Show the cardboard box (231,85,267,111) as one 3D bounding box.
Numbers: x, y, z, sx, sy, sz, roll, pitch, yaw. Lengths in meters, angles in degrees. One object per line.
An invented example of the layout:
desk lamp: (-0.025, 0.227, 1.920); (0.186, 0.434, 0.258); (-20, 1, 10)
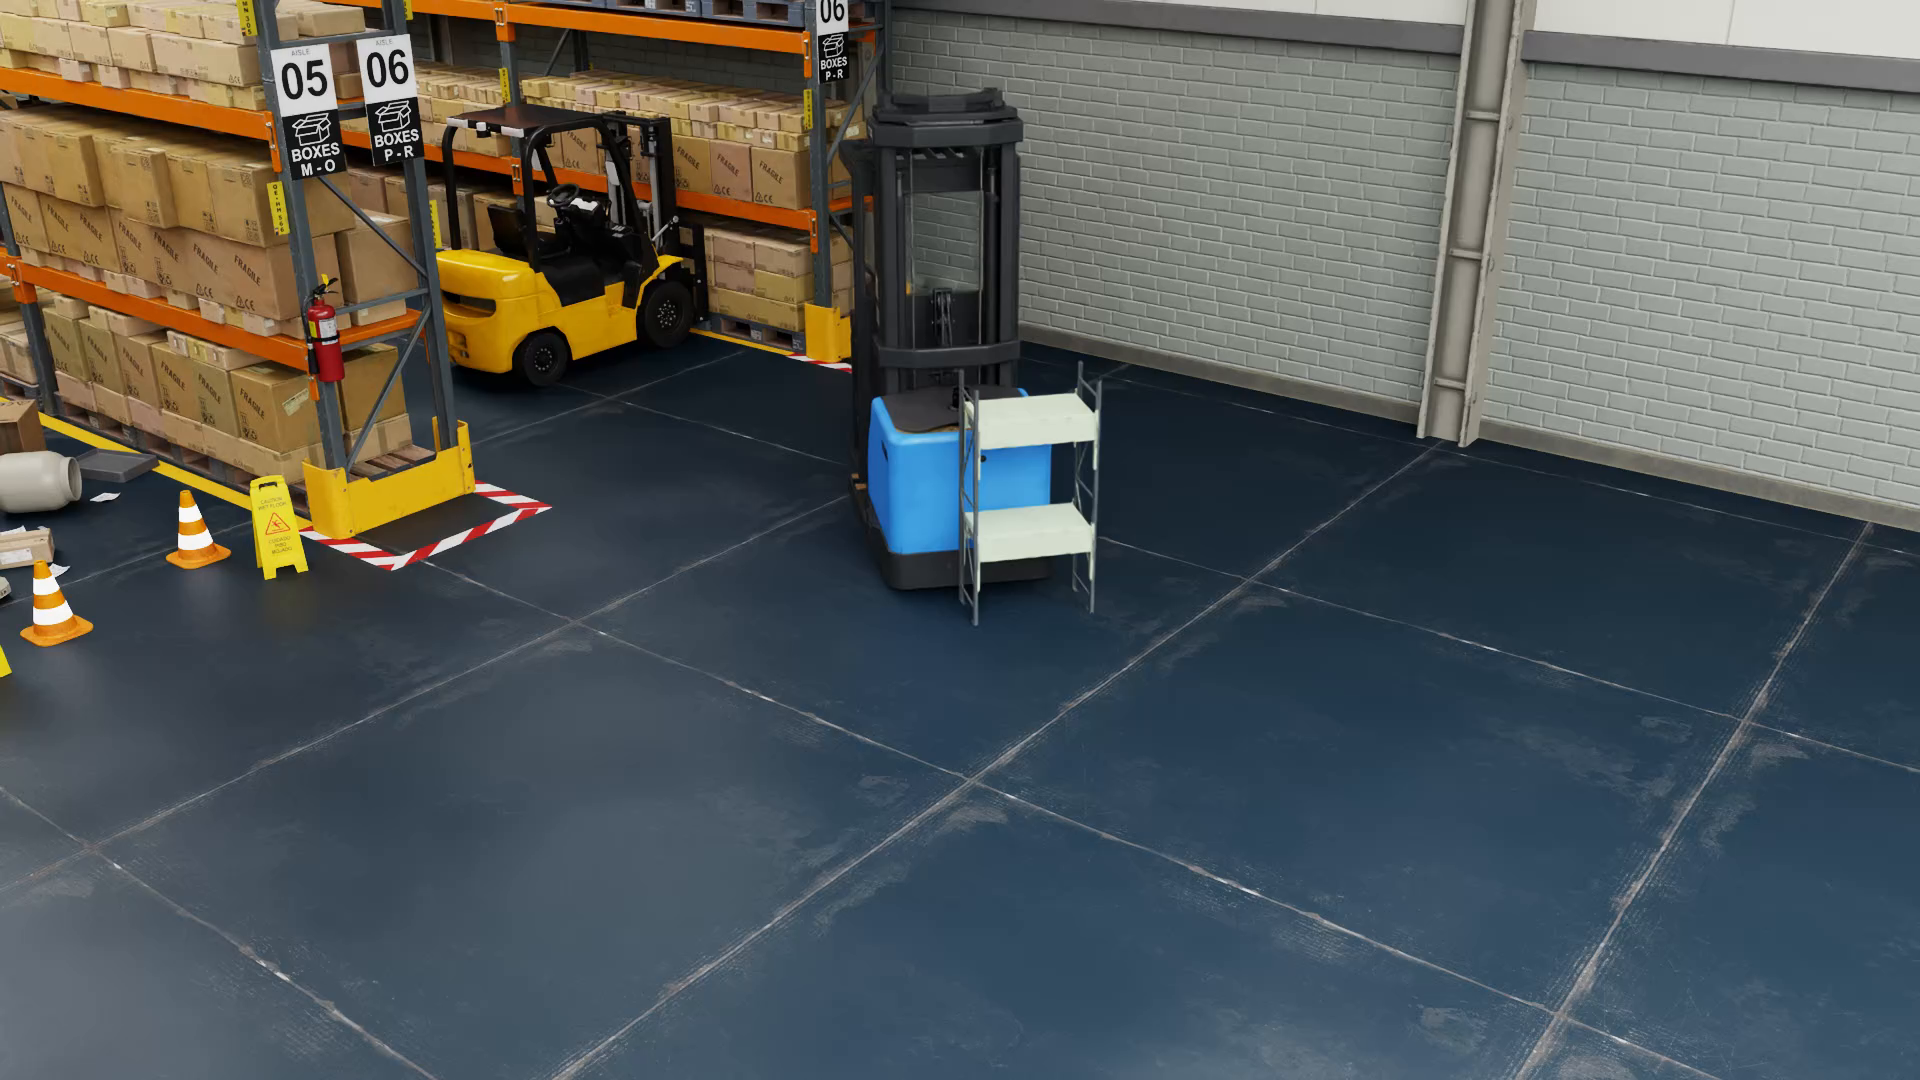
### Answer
cardboard box: (-4.371, -2.829, 10.542); (0.250, 0.149, 0.380); (17, 29, 34)

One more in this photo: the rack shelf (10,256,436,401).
rack shelf: (-5.519, -1.730, 12.348); (4.000, 0.370, 1.077); (17, 29, 33)

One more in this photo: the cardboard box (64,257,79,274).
cardboard box: (-6.595, -2.149, 12.719); (0.250, 0.149, 0.380); (17, 29, 33)

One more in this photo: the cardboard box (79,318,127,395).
cardboard box: (-6.373, -1.464, 12.812); (0.500, 0.500, 0.500); (18, 30, 35)

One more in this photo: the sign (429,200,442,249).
sign: (-3.593, -2.147, 11.328); (0.005, 0.325, 0.100); (17, 29, 33)

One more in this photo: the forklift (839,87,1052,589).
forklift: (-0.200, -1.598, 11.242); (1.130, 2.935, 3.031); (-4, 24, -10)

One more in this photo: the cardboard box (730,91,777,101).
cardboard box: (-1.909, -4.060, 15.448); (0.250, 0.149, 0.380); (18, 29, 35)

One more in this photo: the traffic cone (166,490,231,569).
traffic cone: (-5.036, -0.102, 10.908); (0.334, 0.463, 0.336); (17, 29, 33)

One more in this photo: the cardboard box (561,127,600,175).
cardboard box: (-3.520, -3.879, 16.209); (0.500, 0.500, 0.500); (17, 29, 34)

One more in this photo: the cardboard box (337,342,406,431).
cardboard box: (-4.417, -1.142, 12.082); (0.500, 0.500, 0.500); (16, 28, 32)

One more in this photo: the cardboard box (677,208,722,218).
cardboard box: (-2.417, -3.117, 16.253); (0.500, 0.250, 0.500); (16, 28, 32)

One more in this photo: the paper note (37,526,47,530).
paper note: (-6.286, -0.076, 11.411); (0.123, 0.001, 0.032); (17, 29, 33)

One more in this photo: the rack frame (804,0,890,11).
rack frame: (-0.944, -5.923, 13.532); (0.127, 3.000, 1.000); (17, 29, 33)

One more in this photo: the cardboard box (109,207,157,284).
cardboard box: (-5.708, -2.173, 11.969); (0.500, 0.500, 0.500); (17, 29, 34)

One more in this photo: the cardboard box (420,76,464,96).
cardboard box: (-5.395, -4.736, 17.349); (0.250, 0.149, 0.380); (16, 28, 32)

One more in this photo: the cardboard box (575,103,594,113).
cardboard box: (-3.461, -4.126, 15.966); (0.250, 0.149, 0.380); (18, 29, 34)

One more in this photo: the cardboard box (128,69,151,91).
cardboard box: (-5.379, -3.148, 11.265); (0.250, 0.149, 0.380); (16, 28, 32)

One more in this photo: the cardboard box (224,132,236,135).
cardboard box: (-9.103, -4.901, 20.427); (0.250, 0.149, 0.380); (17, 29, 34)

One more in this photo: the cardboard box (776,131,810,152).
cardboard box: (-1.390, -3.514, 14.576); (0.250, 0.149, 0.380); (17, 29, 34)

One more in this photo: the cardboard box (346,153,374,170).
cardboard box: (-6.855, -4.063, 19.175); (0.625, 0.625, 0.875); (18, 29, 35)

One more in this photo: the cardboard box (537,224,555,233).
cardboard box: (-3.943, -3.091, 16.815); (0.500, 0.250, 0.500); (17, 29, 33)

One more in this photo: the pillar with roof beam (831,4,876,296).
pillar with roof beam: (-3.543, -4.993, 11.422); (0.400, 9.000, 9.100); (17, 29, 33)

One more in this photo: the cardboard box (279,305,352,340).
cardboard box: (-4.346, -1.482, 11.205); (0.250, 0.149, 0.380); (18, 29, 35)

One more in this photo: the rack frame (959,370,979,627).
rack frame: (0.052, -0.239, 9.933); (0.023, 1.500, 0.400); (-6, 24, -12)

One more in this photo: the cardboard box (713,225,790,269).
cardboard box: (-1.912, -2.702, 15.310); (0.500, 0.250, 0.500); (17, 29, 34)

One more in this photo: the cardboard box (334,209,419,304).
cardboard box: (-4.131, -1.961, 11.488); (0.500, 0.500, 0.500); (16, 29, 33)

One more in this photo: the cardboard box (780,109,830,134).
cardboard box: (-1.357, -3.675, 14.573); (0.250, 0.149, 0.380); (17, 29, 33)

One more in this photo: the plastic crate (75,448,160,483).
plastic crate: (-6.354, -0.562, 12.427); (0.583, 0.080, 0.402); (7, 25, 15)

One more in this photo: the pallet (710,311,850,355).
pallet: (-1.581, -2.073, 15.693); (1.213, 0.211, 1.003); (17, 29, 33)

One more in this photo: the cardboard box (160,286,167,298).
cardboard box: (-5.557, -1.858, 12.058); (0.250, 0.149, 0.380); (17, 29, 33)

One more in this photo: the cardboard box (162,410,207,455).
cardboard box: (-5.558, -0.871, 12.395); (0.500, 0.250, 0.500); (16, 28, 31)

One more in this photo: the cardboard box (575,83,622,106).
cardboard box: (-3.451, -4.263, 15.907); (0.250, 0.149, 0.380); (18, 29, 34)

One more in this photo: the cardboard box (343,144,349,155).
cardboard box: (-7.576, -4.684, 19.936); (0.250, 0.149, 0.380); (19, 30, 36)

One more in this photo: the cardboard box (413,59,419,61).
cardboard box: (-6.279, -5.295, 18.619); (0.250, 0.149, 0.380); (16, 28, 32)

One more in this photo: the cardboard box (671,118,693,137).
cardboard box: (-2.431, -3.816, 15.262); (0.250, 0.149, 0.380); (17, 29, 34)

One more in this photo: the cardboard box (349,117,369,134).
cardboard box: (-6.321, -4.612, 18.183); (0.500, 0.250, 0.500); (16, 28, 32)

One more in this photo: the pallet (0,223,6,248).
pallet: (-7.643, -2.687, 13.865); (1.213, 0.211, 1.003); (17, 29, 33)

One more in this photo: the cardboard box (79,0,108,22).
cardboard box: (-5.769, -3.635, 11.381); (0.250, 0.149, 0.380); (17, 29, 34)

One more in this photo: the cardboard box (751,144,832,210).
cardboard box: (-1.496, -3.258, 14.800); (0.500, 0.500, 0.500); (16, 28, 32)

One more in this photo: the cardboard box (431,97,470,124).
cardboard box: (-5.107, -4.463, 17.226); (0.500, 0.250, 0.500); (16, 28, 32)

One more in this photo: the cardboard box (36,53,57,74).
cardboard box: (-6.400, -3.467, 11.990); (0.250, 0.149, 0.380); (18, 29, 35)

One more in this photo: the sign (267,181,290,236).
sign: (-4.267, -2.076, 10.413); (0.005, 0.325, 0.100); (17, 29, 33)

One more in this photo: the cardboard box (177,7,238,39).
cardboard box: (-4.764, -3.315, 10.656); (0.250, 0.149, 0.380); (16, 29, 33)

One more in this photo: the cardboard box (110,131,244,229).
cardboard box: (-5.328, -2.483, 11.432); (0.500, 0.500, 0.700); (16, 29, 33)

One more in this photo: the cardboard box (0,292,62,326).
cardboard box: (-8.117, -1.831, 14.424); (0.625, 0.372, 0.950); (19, 30, 36)

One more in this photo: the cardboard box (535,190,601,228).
cardboard box: (-3.946, -3.318, 16.710); (0.500, 0.250, 0.500); (16, 29, 33)

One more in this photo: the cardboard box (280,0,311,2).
cardboard box: (-4.611, -3.571, 11.236); (0.250, 0.149, 0.380); (17, 29, 33)

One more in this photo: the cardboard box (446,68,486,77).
cardboard box: (-5.286, -4.967, 17.875); (0.250, 0.149, 0.380); (17, 29, 33)

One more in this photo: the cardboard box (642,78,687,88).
cardboard box: (-2.879, -4.401, 16.220); (0.250, 0.149, 0.380); (16, 29, 32)

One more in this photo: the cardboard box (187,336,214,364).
cardboard box: (-5.249, -1.388, 11.834); (0.250, 0.149, 0.380); (17, 29, 34)

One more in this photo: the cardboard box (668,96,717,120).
cardboard box: (-2.439, -3.951, 15.200); (0.250, 0.149, 0.380); (17, 29, 34)

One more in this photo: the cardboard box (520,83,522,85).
cardboard box: (-4.298, -4.642, 17.136); (0.250, 0.149, 0.380); (16, 28, 32)

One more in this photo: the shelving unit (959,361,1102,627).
shelving unit: (0.407, -0.274, 10.011); (0.755, 1.500, 0.431); (-6, 24, -12)

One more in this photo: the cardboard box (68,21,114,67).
cardboard box: (-5.715, -3.420, 11.388); (0.500, 0.250, 0.500); (17, 29, 34)
